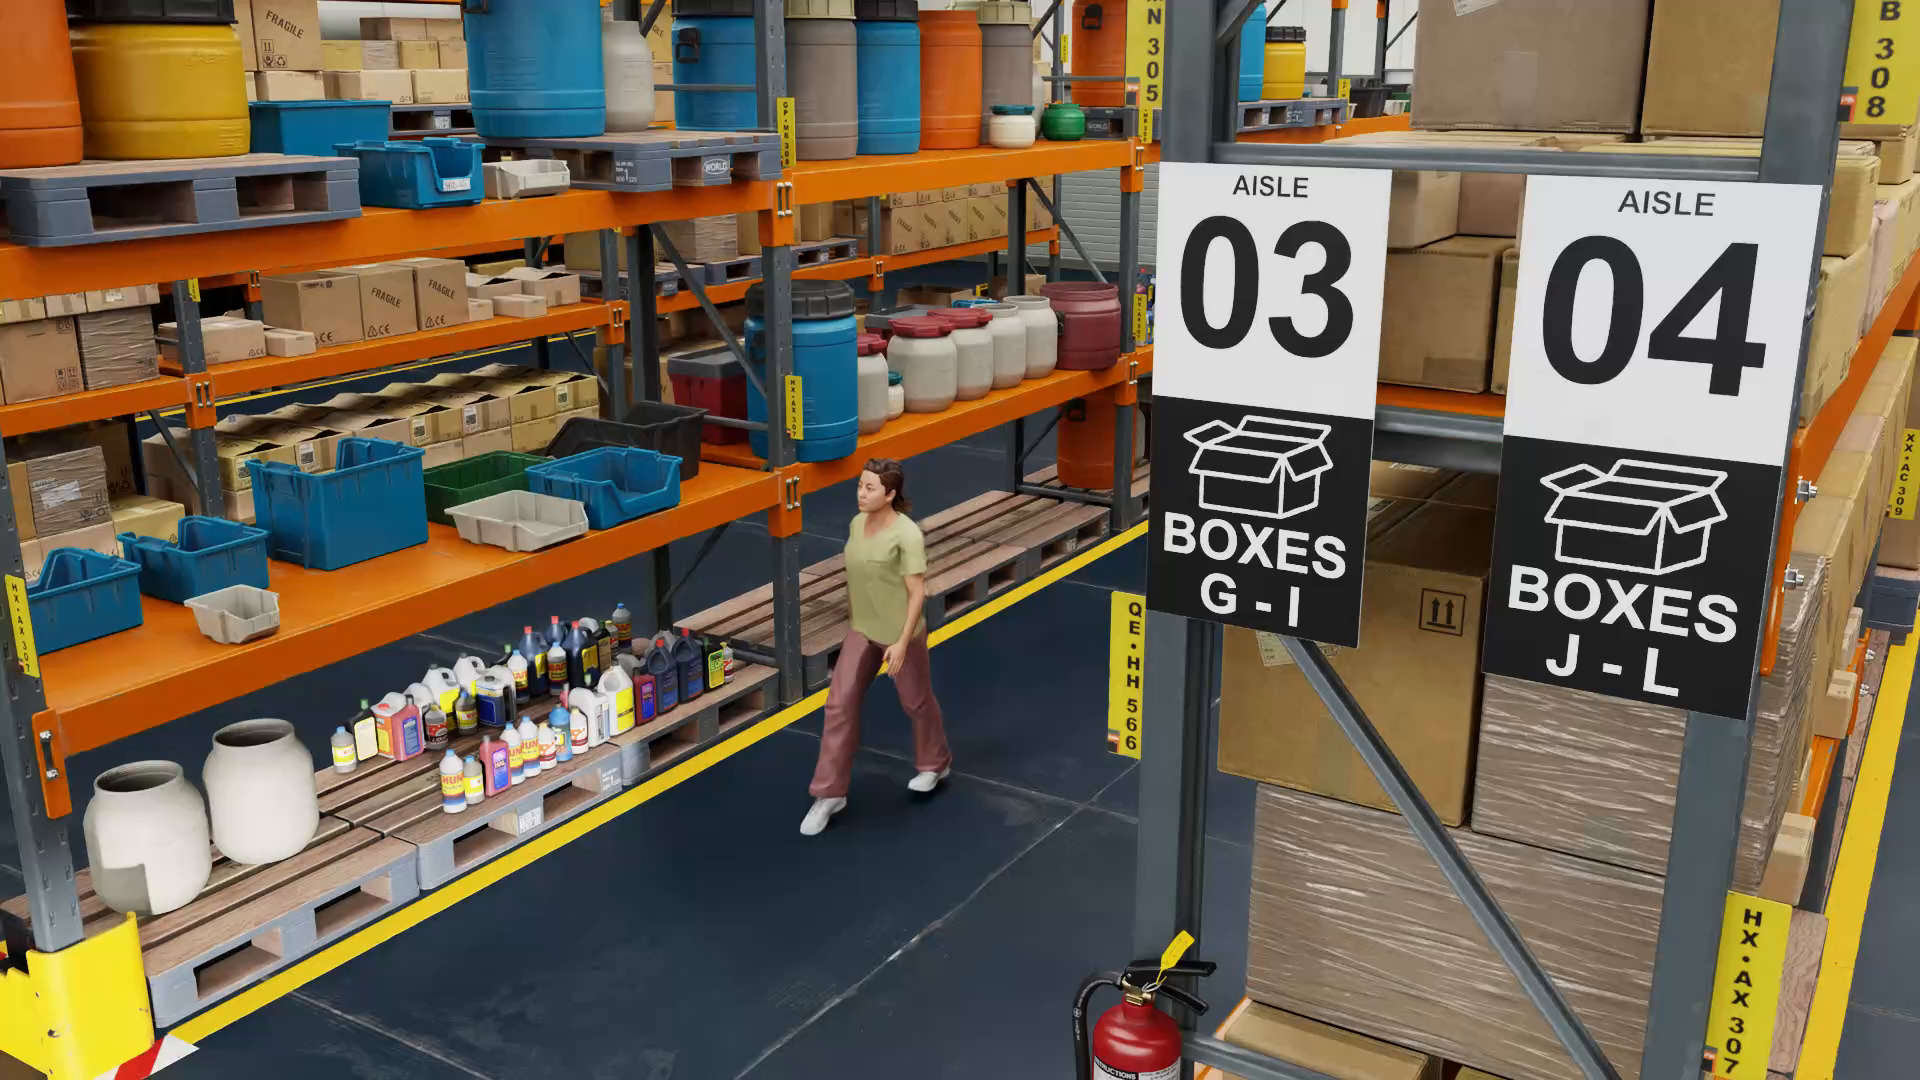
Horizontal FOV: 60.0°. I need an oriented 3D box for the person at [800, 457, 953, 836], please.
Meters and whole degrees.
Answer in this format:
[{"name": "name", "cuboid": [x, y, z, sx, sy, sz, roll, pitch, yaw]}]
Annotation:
[{"name": "person", "cuboid": [-0.373, 0.449, 7.497, 0.497, 1.664, 0.882, 12, 20, 35]}]
